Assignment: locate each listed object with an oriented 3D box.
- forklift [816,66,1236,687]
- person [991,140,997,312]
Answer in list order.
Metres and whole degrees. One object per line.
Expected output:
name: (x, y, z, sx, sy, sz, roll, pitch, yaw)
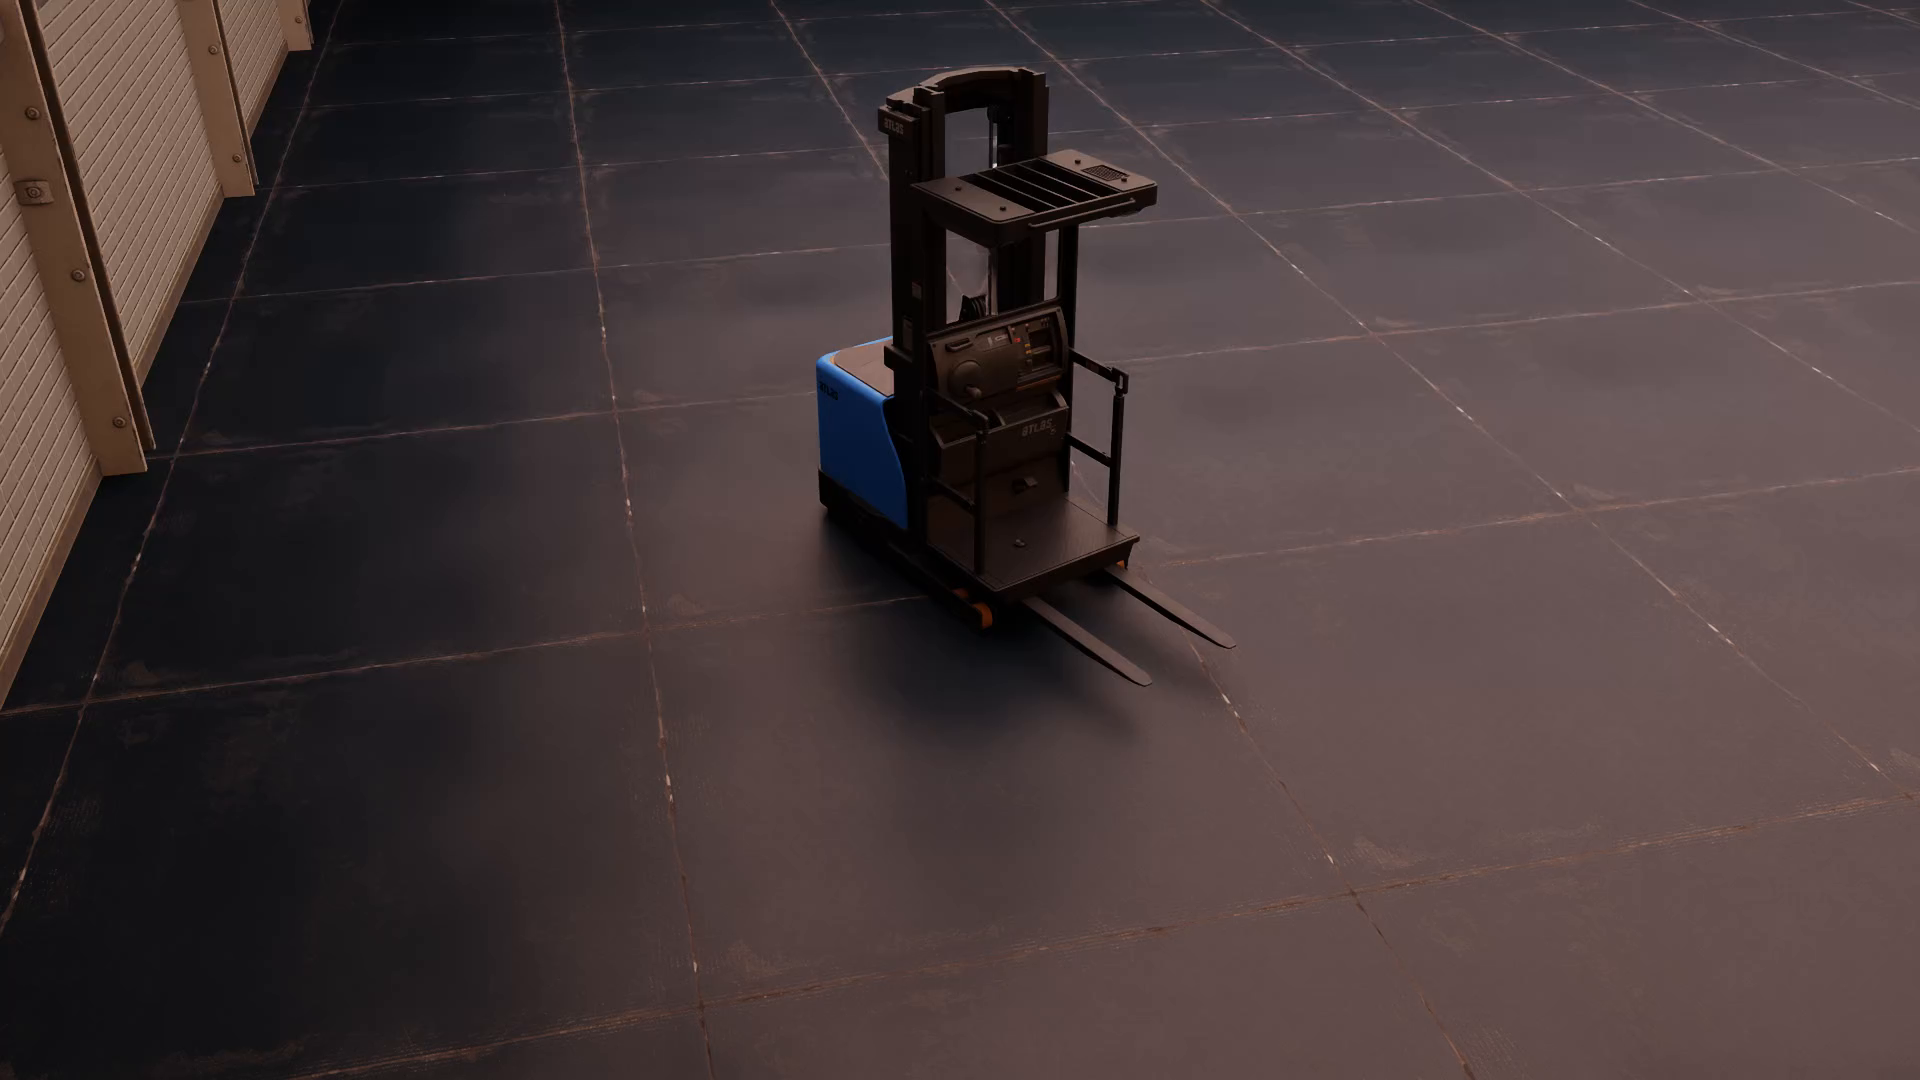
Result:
forklift: (0.355, -1.021, 9.338, 1.130, 2.935, 3.031, -20, 35, -30)
person: (0.413, -2.381, 12.931, 0.441, 1.692, 0.337, 8, 31, 14)
